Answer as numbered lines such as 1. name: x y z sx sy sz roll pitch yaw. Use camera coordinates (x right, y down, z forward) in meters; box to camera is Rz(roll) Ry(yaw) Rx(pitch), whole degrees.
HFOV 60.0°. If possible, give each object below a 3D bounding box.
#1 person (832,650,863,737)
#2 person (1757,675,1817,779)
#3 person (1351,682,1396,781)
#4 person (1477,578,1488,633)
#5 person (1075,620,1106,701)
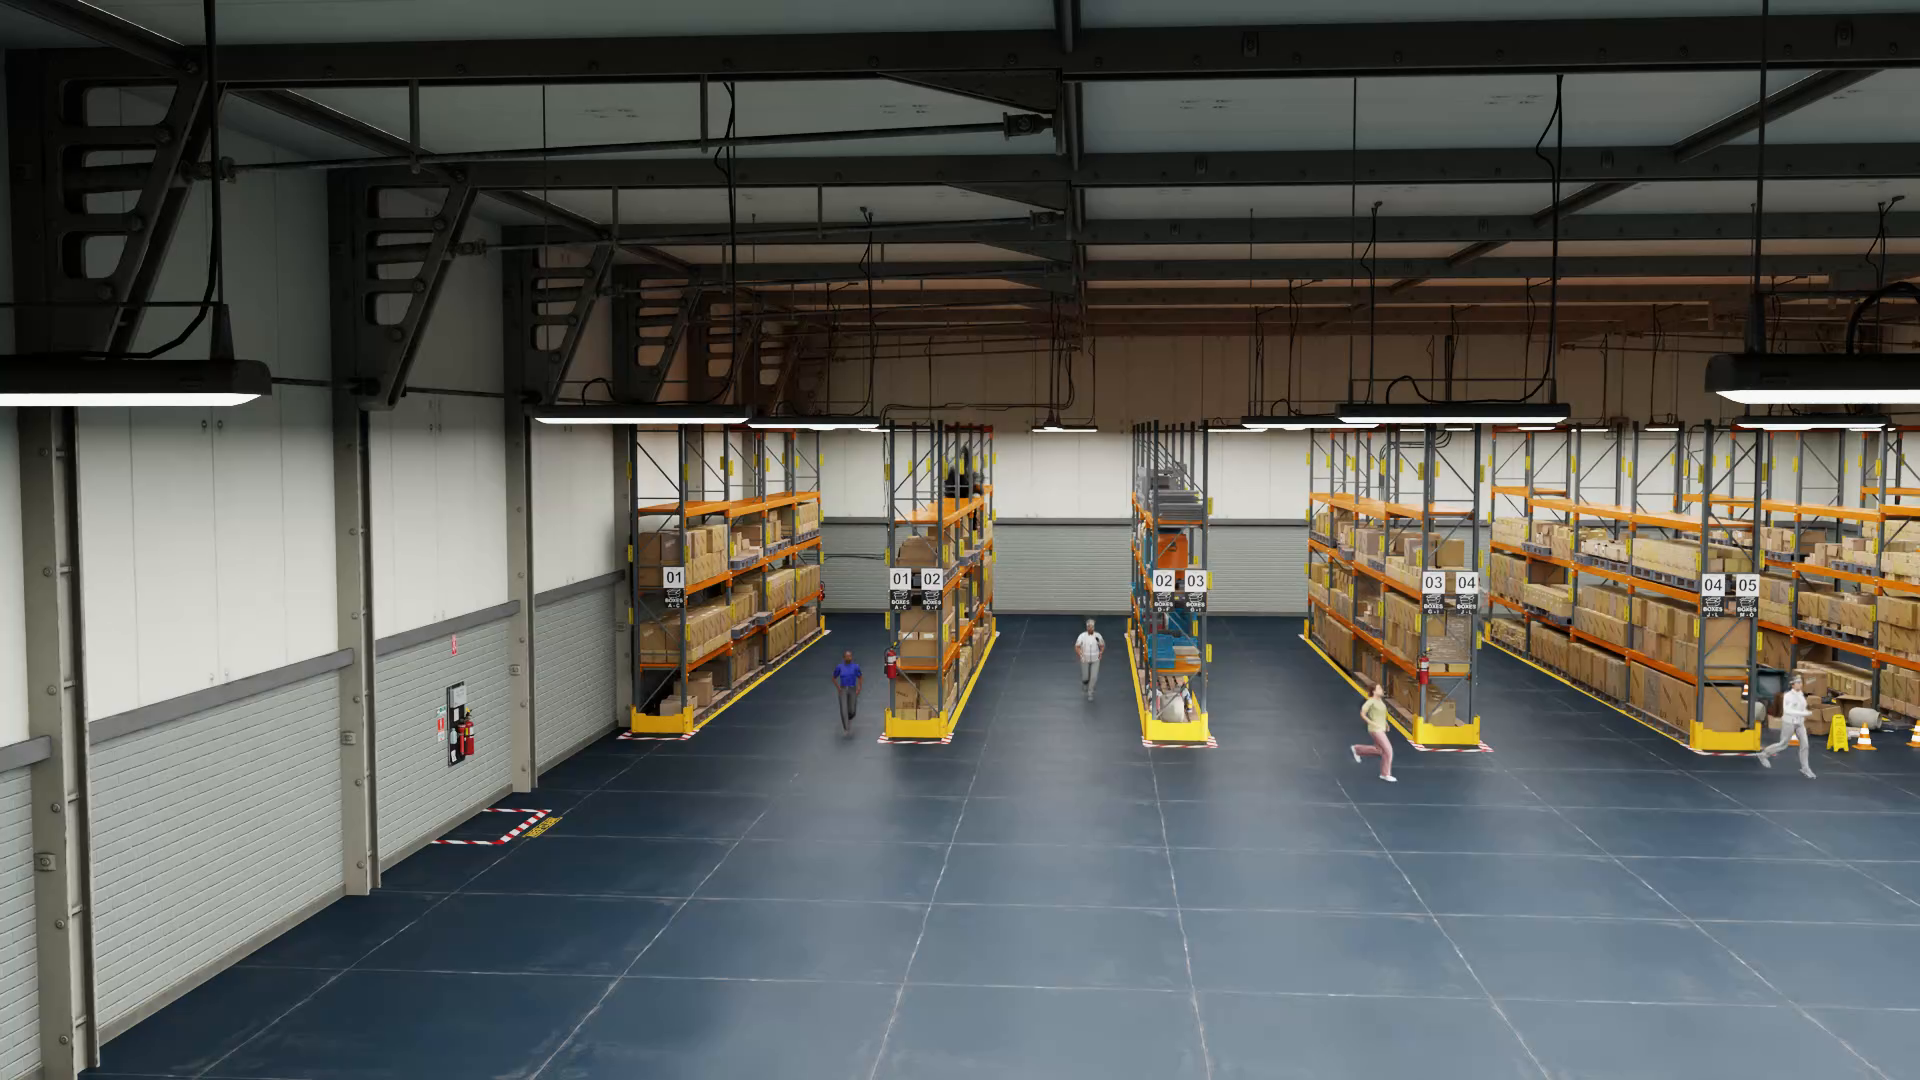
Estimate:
1. person: -2.166 2.910 31.806 0.571 1.617 0.601 0 4 -6
2. person: 13.977 3.104 27.999 0.621 1.724 0.936 -2 4 -32
3. person: 6.901 3.177 27.743 0.825 1.630 0.577 2 4 33
4. person: 14.714 1.902 47.328 0.916 1.677 0.600 -1 4 -15
5. person: 2.822 2.582 35.937 0.662 1.744 0.698 0 4 0
